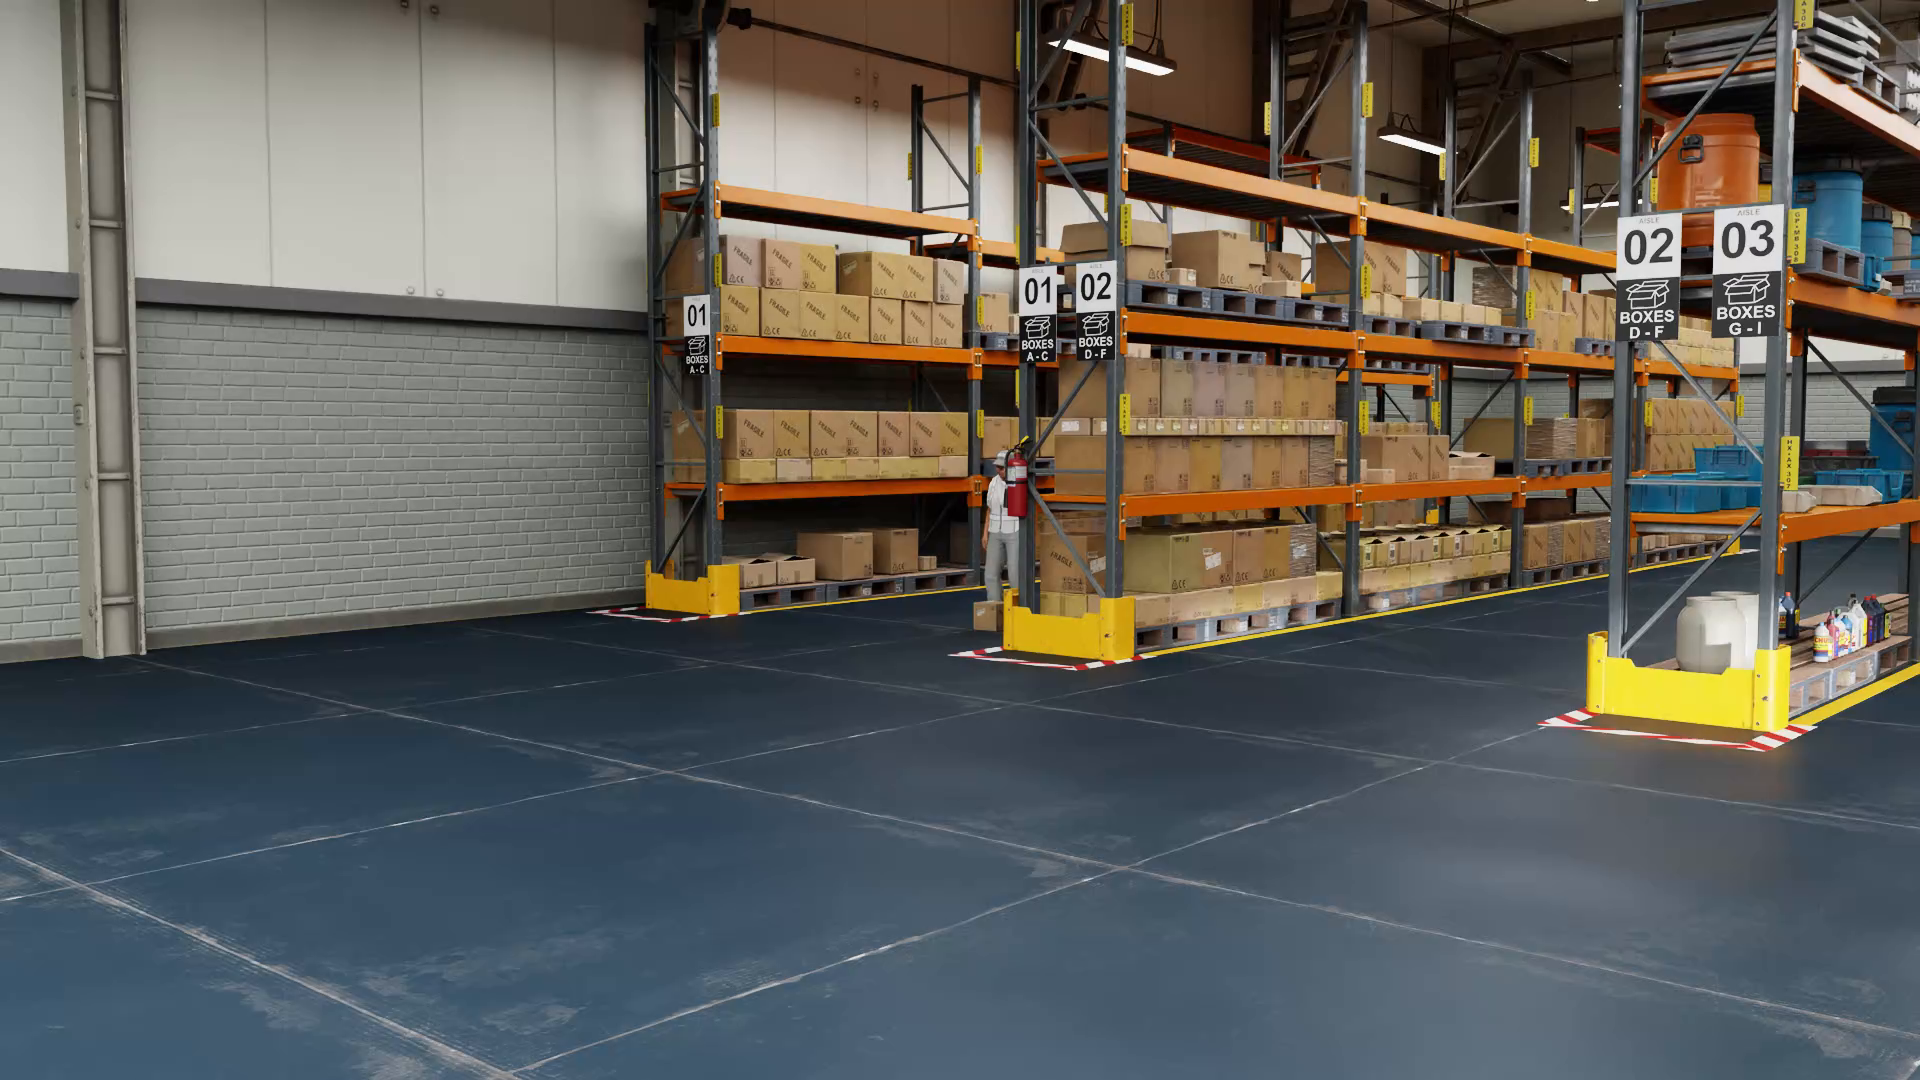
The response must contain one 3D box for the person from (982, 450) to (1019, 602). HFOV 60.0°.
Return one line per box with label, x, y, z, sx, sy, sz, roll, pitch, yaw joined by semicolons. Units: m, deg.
person;0.432;-0.011;15.604;0.564;1.667;0.463;3;5;37
